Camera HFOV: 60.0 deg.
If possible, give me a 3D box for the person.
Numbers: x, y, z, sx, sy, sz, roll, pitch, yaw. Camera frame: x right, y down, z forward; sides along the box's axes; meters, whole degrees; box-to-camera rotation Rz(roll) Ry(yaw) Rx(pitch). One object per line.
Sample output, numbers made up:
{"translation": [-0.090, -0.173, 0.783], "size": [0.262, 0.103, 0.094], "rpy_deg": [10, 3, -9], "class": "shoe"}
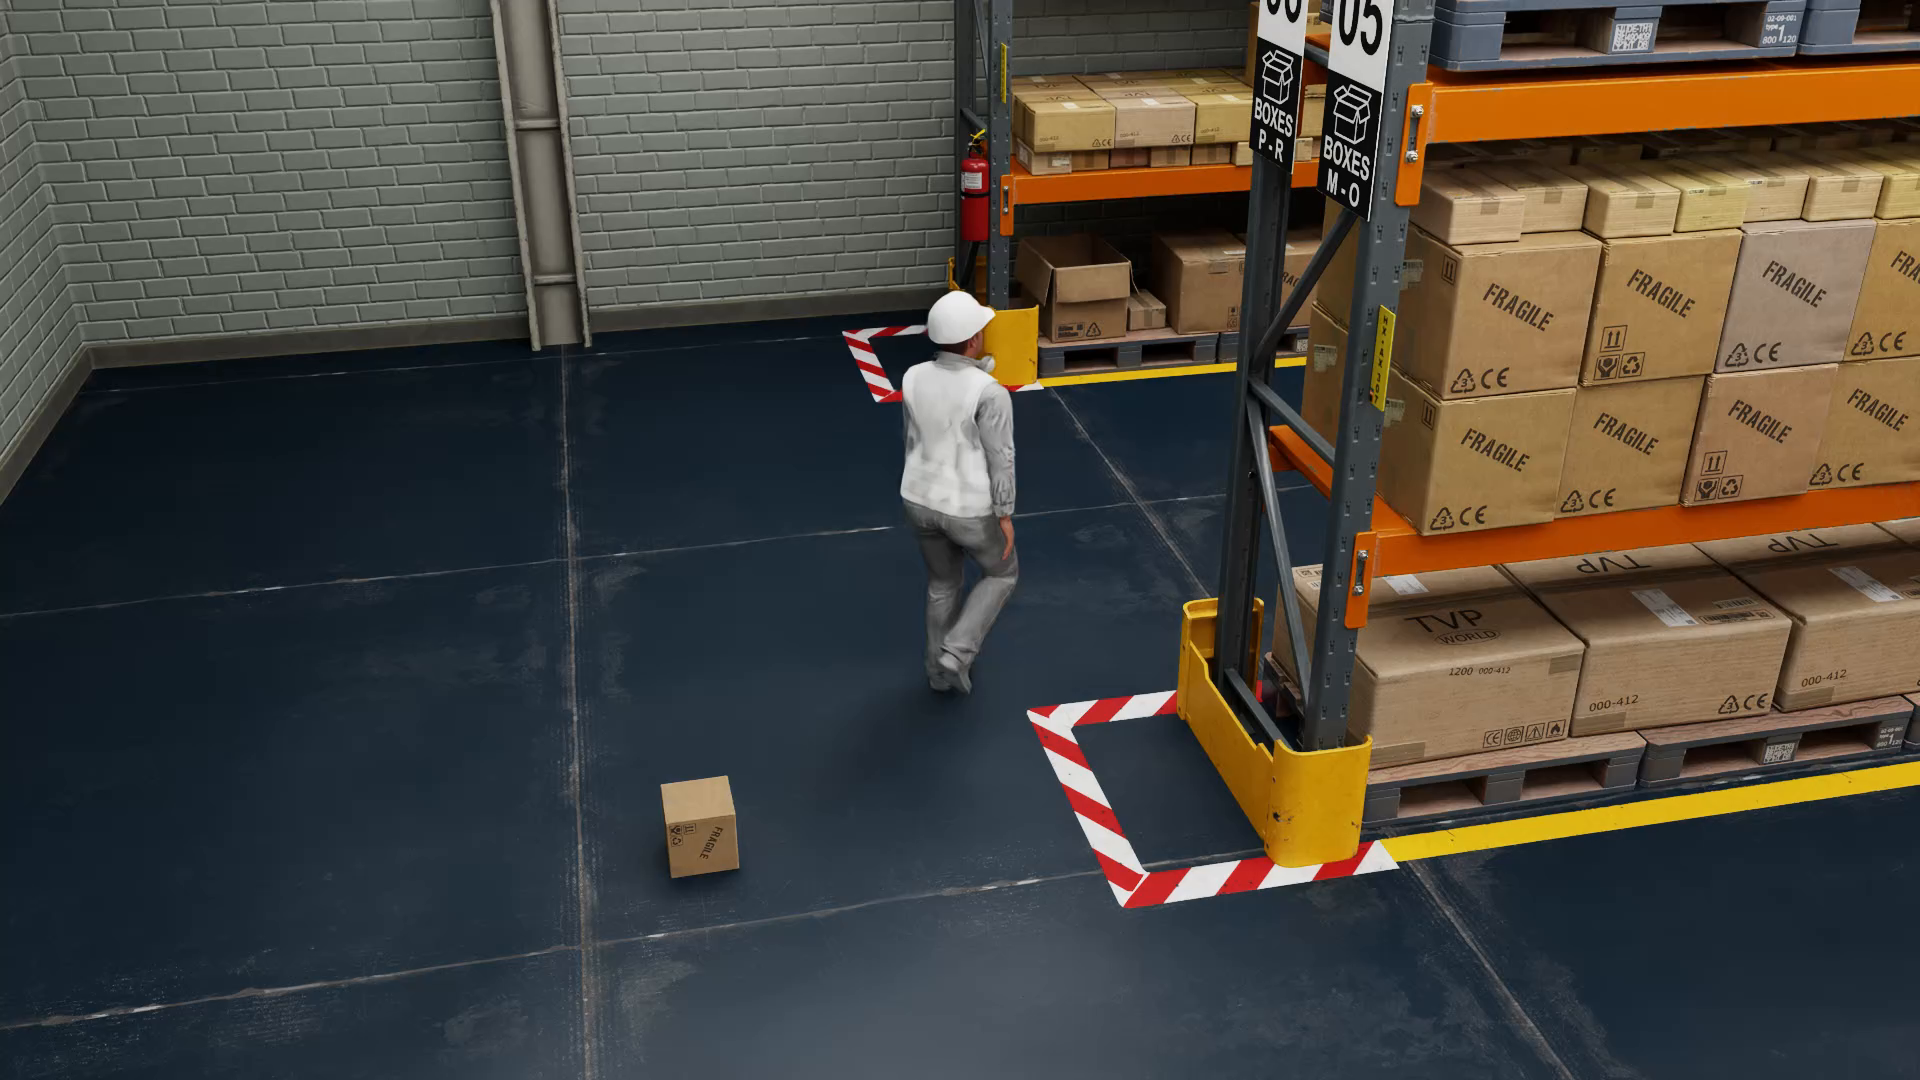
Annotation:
{"translation": [0.003, -0.165, 6.868], "size": [0.599, 1.758, 0.518], "rpy_deg": [15, 30, 27], "class": "person"}
